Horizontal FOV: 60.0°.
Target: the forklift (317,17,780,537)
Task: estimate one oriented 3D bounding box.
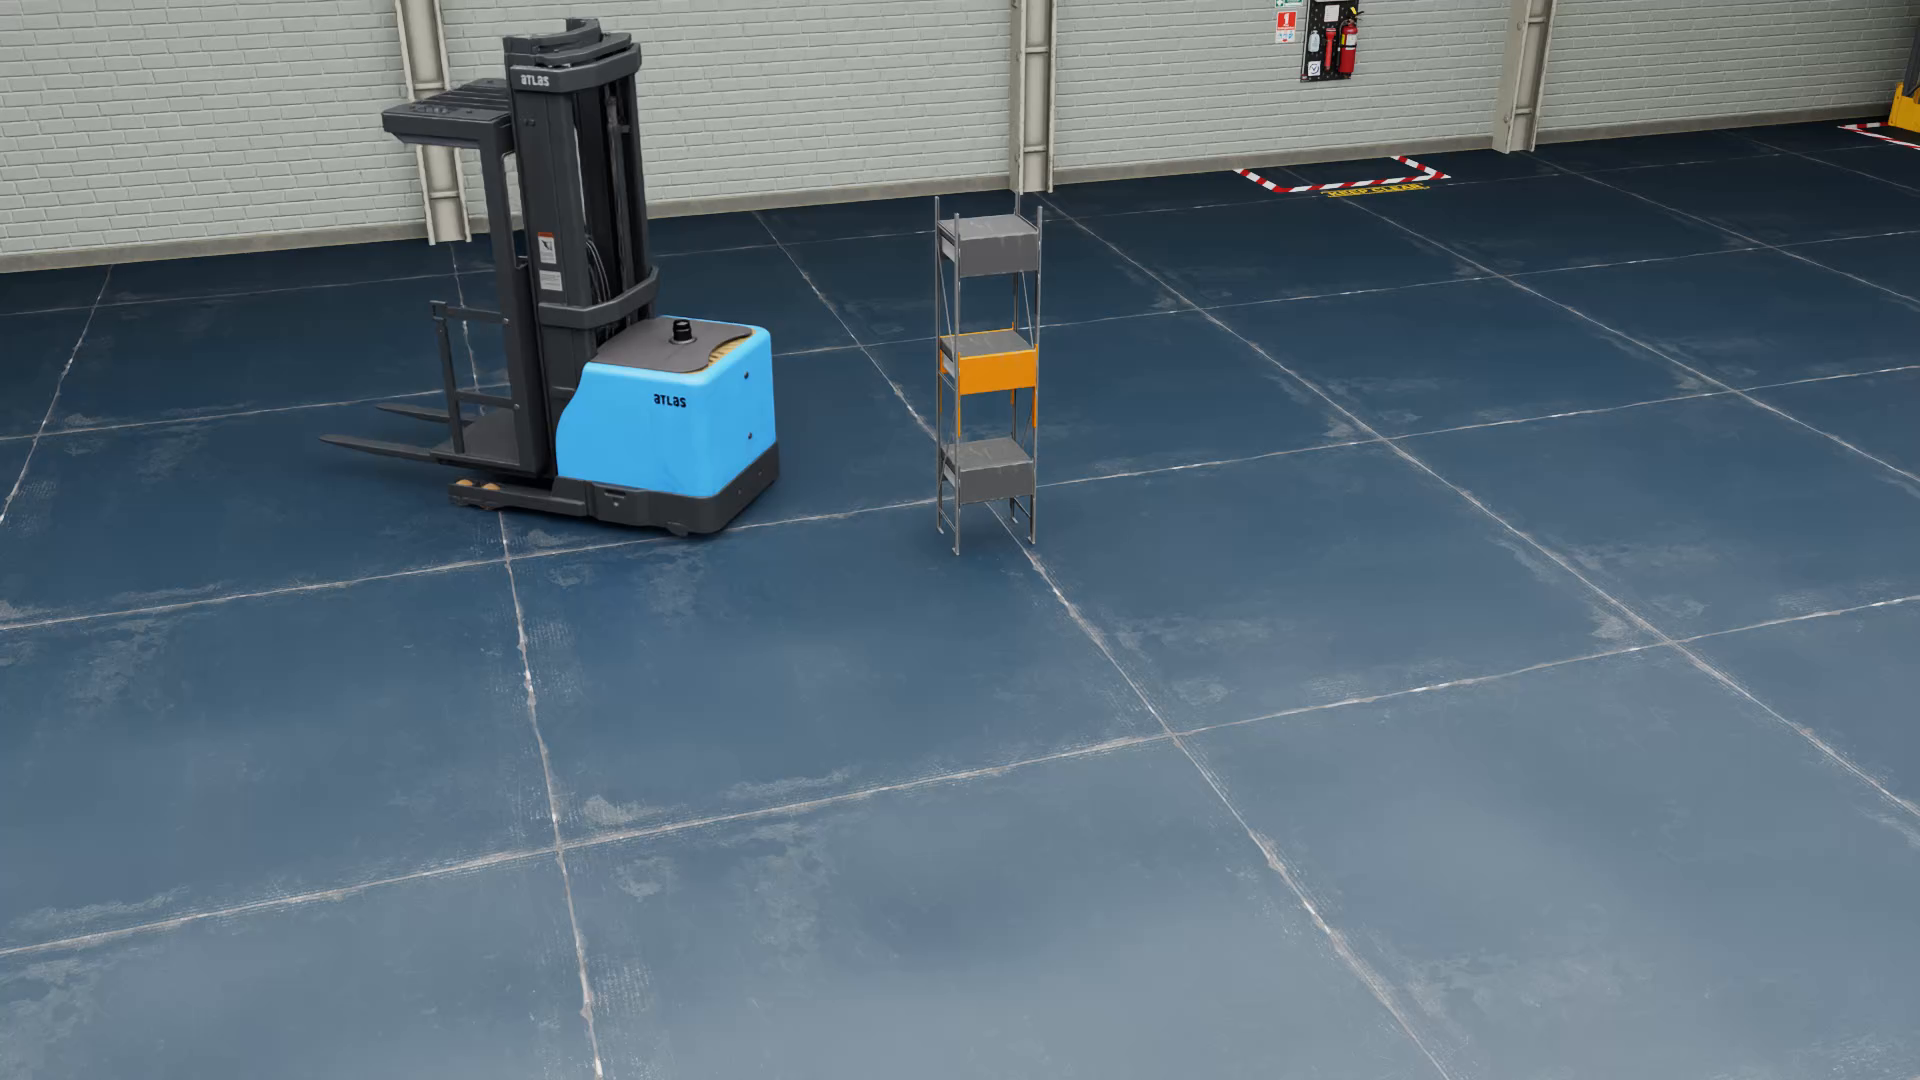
[{"bbox_3d":[-2.761,-1.715,10.408,3.031,2.935,1.130,9,28,17],"label":"forklift"}]

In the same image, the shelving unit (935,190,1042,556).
[{"bbox_3d":[0.157,-0.963,9.829,0.503,2.100,0.431,-8,28,-16],"label":"shelving unit"}]

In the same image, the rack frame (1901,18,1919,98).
[{"bbox_3d":[11.769,-6.280,19.527,0.127,3.000,1.000,-8,28,-16],"label":"rack frame"}]

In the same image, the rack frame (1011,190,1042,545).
[{"bbox_3d":[0.389,-0.997,9.897,0.015,2.100,0.400,-8,28,-16],"label":"rack frame"}]

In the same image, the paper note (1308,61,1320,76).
[{"bbox_3d":[3.910,-5.202,18.346,0.142,0.148,0.016,-8,28,-16],"label":"paper note"}]

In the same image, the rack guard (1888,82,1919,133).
[{"bbox_3d":[11.841,-5.171,20.104,0.348,0.500,1.175,-8,28,-16],"label":"rack guard"}]

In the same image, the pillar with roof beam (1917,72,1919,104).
[{"bbox_3d":[13.500,-7.609,15.457,0.400,9.000,9.100,-8,28,-16],"label":"pillar with roof beam"}]

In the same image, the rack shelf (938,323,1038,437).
[{"bbox_3d":[0.157,-0.951,9.835,0.480,0.518,0.431,-8,28,-16],"label":"rack shelf"}]

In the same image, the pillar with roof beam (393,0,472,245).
[{"bbox_3d":[-3.615,-5.131,10.465,0.400,9.000,9.100,-8,28,-16],"label":"pillar with roof beam"}]

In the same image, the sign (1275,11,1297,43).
[{"bbox_3d":[3.542,-5.575,18.067,0.234,0.329,0.001,-8,28,-16],"label":"sign"}]

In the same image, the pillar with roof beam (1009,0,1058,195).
[{"bbox_3d":[2.090,-5.957,12.129,0.400,9.000,9.100,-8,28,-16],"label":"pillar with roof beam"}]

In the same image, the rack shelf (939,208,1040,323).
[{"bbox_3d":[0.157,-1.578,9.524,0.480,0.518,0.431,-8,28,-16],"label":"rack shelf"}]

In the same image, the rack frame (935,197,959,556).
[{"bbox_3d":[-0.075,-0.930,9.761,0.015,2.100,0.400,-8,28,-16],"label":"rack frame"}]

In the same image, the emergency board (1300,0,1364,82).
[{"bbox_3d":[4.100,-5.592,18.141,0.643,1.169,0.194,-8,28,-16],"label":"emergency board"}]

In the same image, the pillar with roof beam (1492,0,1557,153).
[{"bbox_3d":[7.795,-6.783,13.793,0.400,9.000,9.100,-8,28,-16],"label":"pillar with roof beam"}]

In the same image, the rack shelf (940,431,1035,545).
[{"bbox_3d":[0.157,-0.324,10.146,0.480,0.518,0.431,-8,28,-16],"label":"rack shelf"}]

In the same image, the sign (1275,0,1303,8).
[{"bbox_3d":[3.550,-5.810,17.943,0.331,0.109,0.001,-8,28,-16],"label":"sign"}]
